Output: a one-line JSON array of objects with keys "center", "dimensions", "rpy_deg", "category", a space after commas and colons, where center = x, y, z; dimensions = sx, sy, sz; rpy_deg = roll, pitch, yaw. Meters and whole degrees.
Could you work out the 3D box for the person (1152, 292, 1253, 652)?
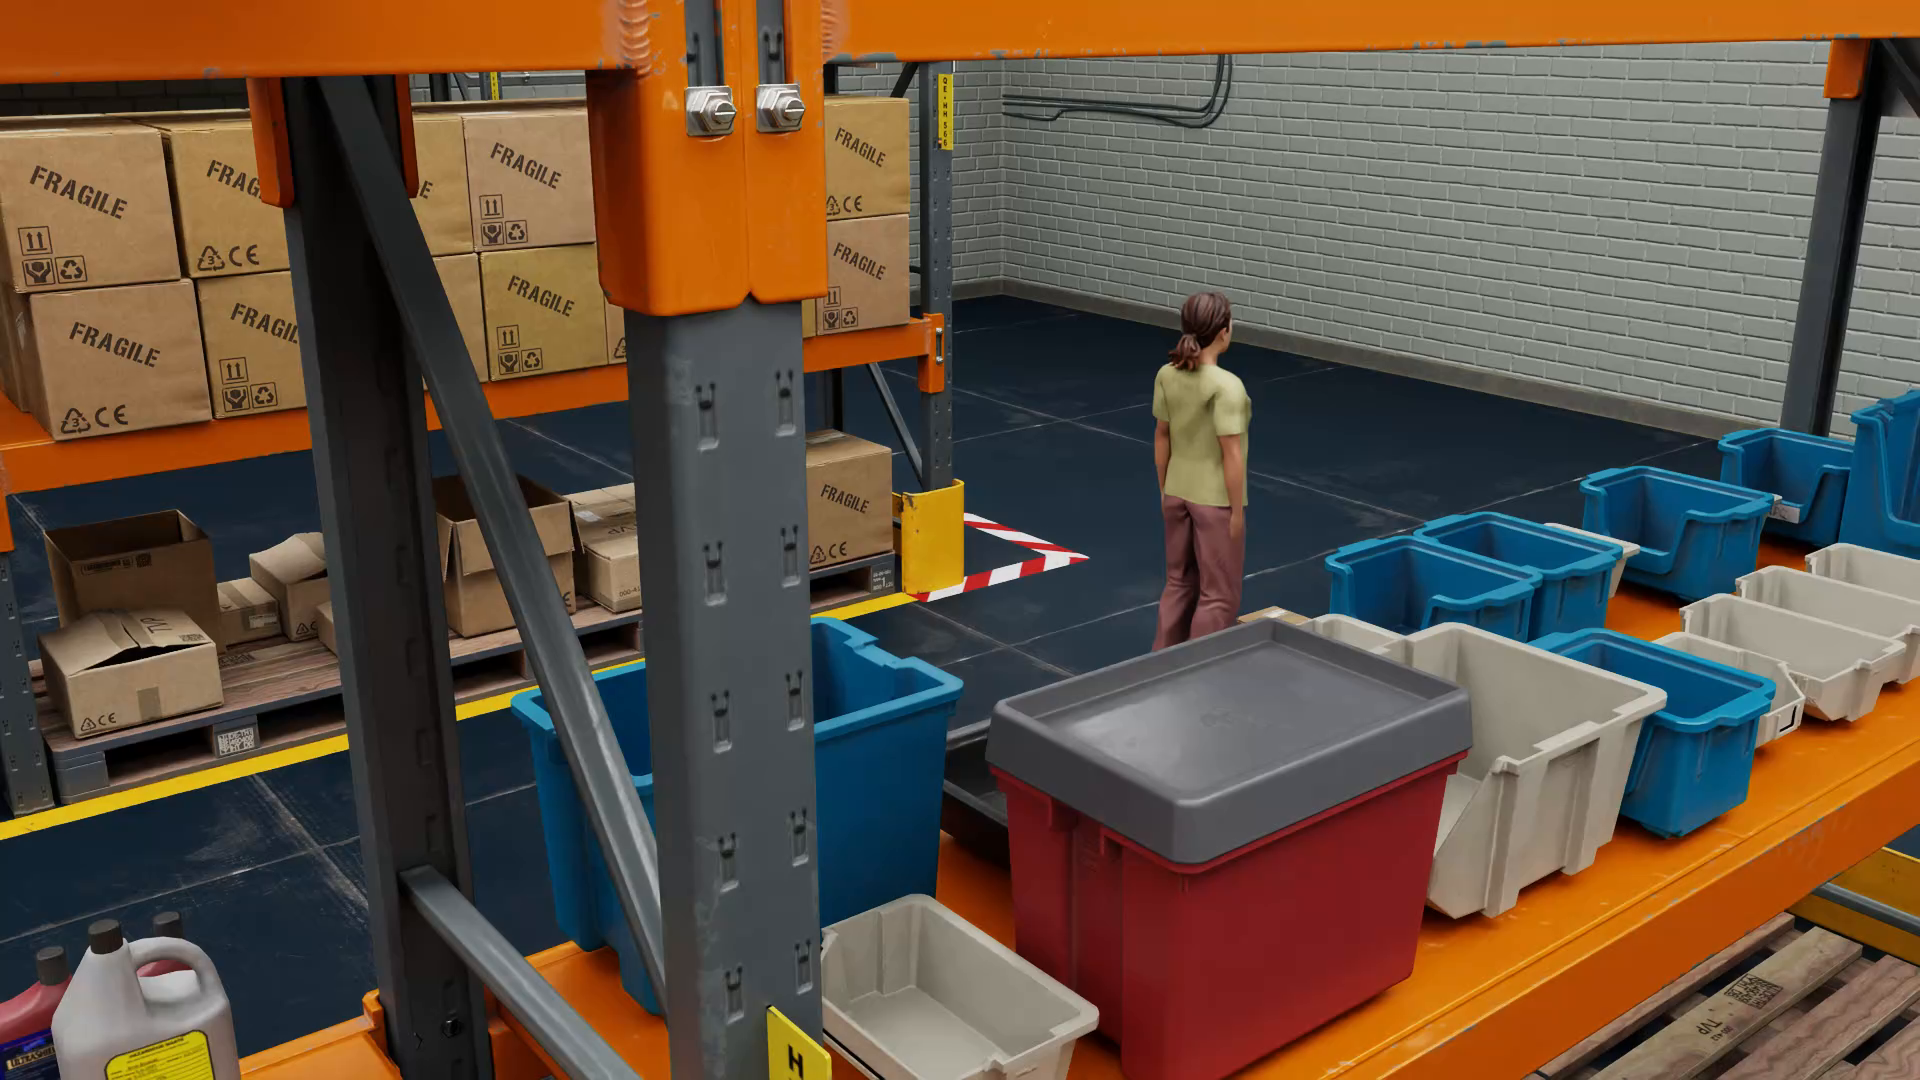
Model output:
[{"center": [0.940, -0.120, 6.480], "dimensions": [0.357, 1.694, 0.441], "rpy_deg": [-13, 22, -36], "category": "person"}]
